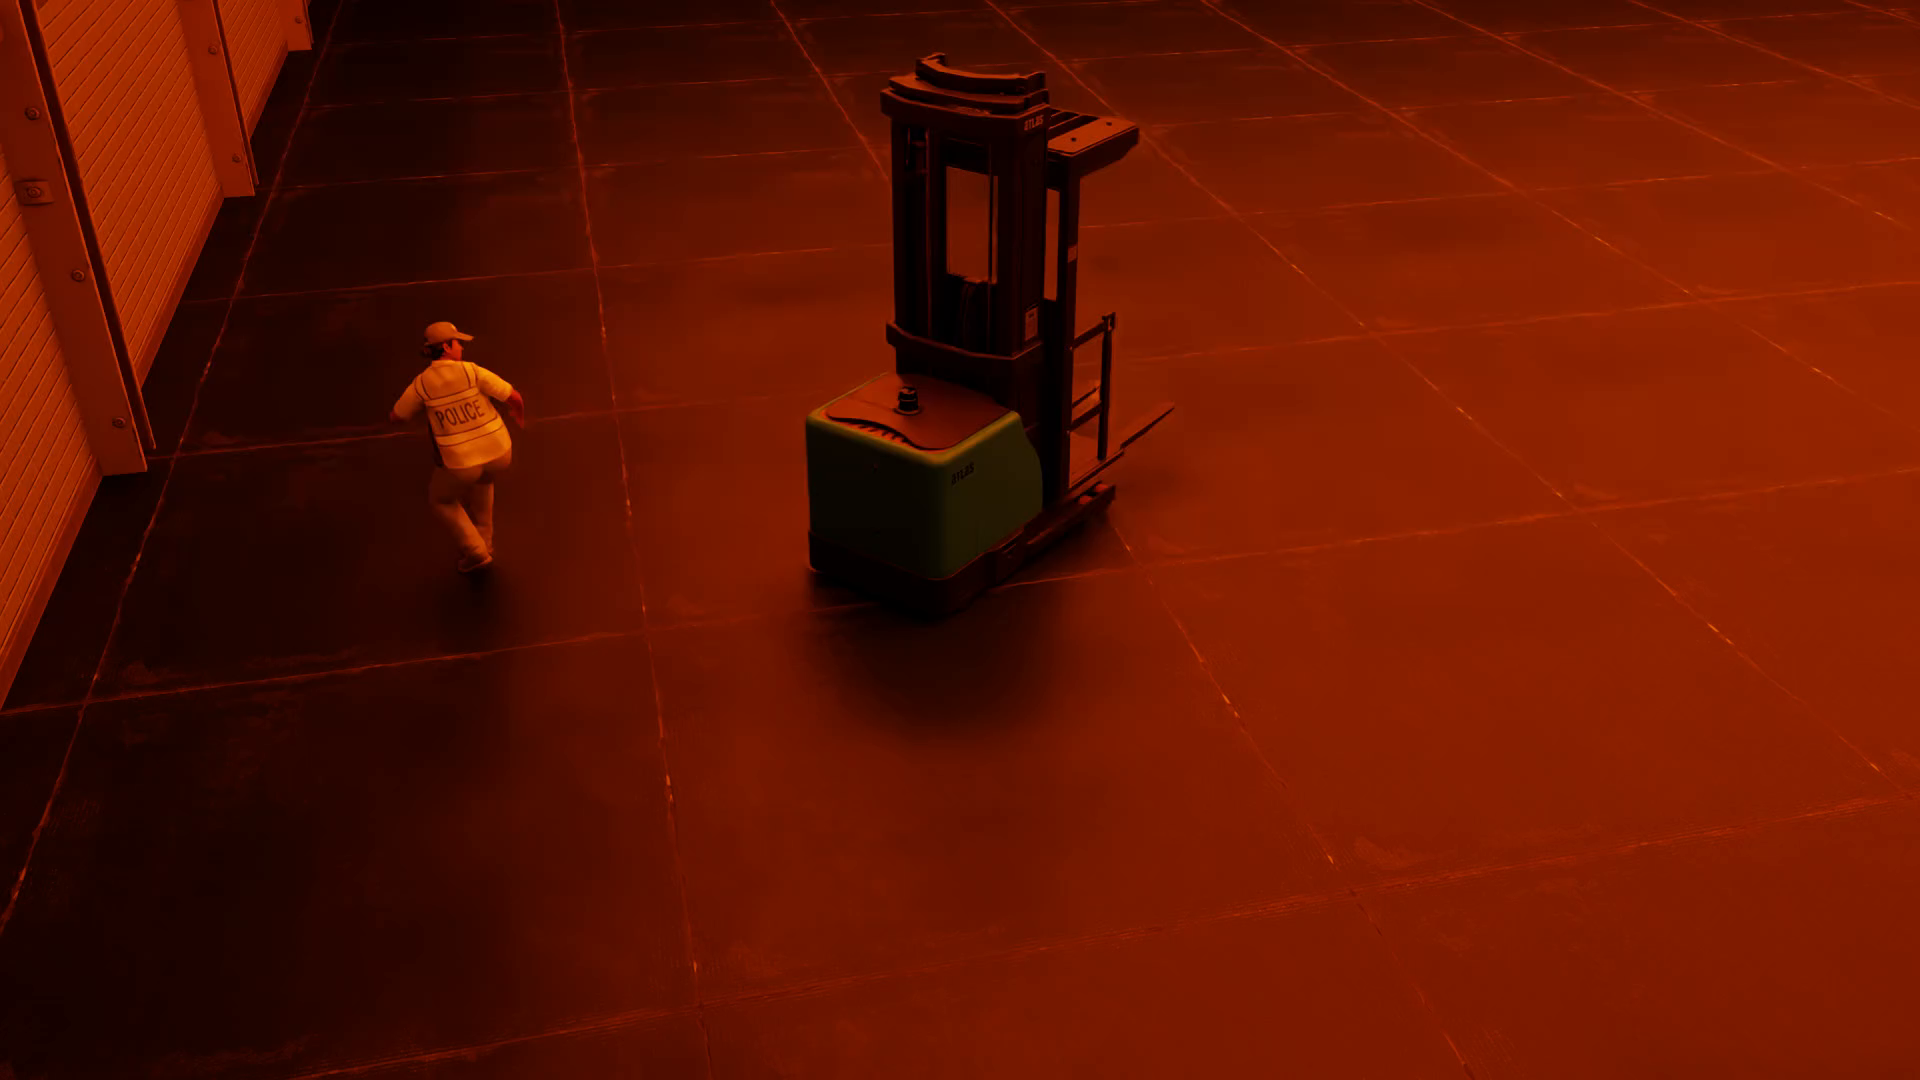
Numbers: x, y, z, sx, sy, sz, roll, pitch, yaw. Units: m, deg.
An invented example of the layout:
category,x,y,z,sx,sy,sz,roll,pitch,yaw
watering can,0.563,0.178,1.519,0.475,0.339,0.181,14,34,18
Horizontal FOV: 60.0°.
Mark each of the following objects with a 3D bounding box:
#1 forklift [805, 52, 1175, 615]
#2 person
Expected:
category,x,y,z,sx,sy,sz,roll,pitch,yaw
forklift,0.356,-1.517,10.196,1.130,2.935,3.031,20,36,31
person,-2.978,-0.592,9.972,0.779,1.555,0.744,-18,34,-28
